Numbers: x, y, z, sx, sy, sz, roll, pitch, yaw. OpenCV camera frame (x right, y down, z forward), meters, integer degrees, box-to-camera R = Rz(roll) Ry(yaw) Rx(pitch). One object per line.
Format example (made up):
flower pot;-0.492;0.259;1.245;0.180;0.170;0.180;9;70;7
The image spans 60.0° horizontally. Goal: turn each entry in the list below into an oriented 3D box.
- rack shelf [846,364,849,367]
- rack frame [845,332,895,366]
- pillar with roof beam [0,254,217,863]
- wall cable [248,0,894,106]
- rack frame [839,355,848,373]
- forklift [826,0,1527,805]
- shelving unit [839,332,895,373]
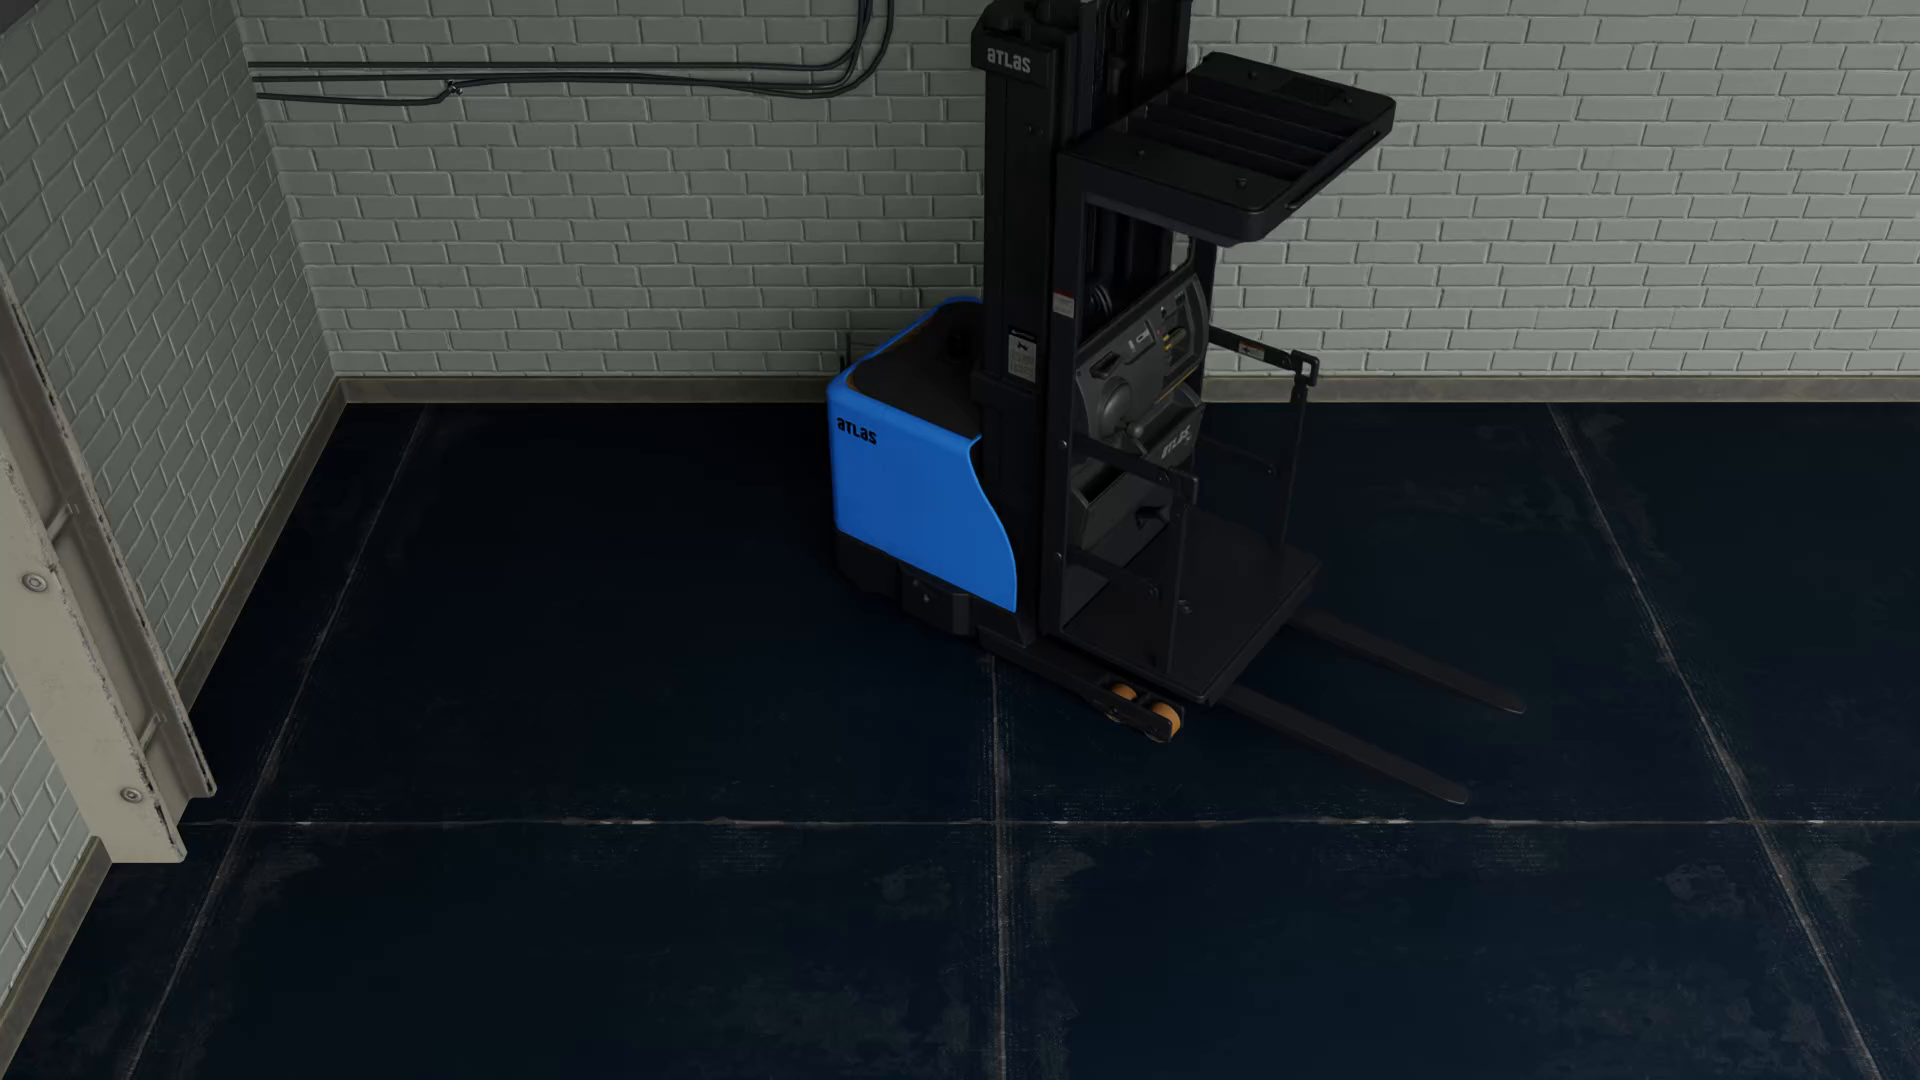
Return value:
rack shelf;-0.424;-0.734;7.814;0.258;0.077;0.200;3;39;4
rack frame;-0.415;-0.613;8.041;0.240;0.900;0.006;3;39;4
pillar with roof beam;1.140;-2.391;3.783;9.100;9.000;0.400;0;39;0
wall cable;-1.846;-3.019;7.050;3.097;2.526;0.112;0;39;0
rack frame;-0.432;-0.486;7.883;0.240;0.900;0.006;3;39;4
forklift;0.899;-0.680;6.500;3.031;2.935;1.130;24;45;27
shelving unit;-0.424;-0.550;7.962;0.258;0.900;0.210;3;39;4
